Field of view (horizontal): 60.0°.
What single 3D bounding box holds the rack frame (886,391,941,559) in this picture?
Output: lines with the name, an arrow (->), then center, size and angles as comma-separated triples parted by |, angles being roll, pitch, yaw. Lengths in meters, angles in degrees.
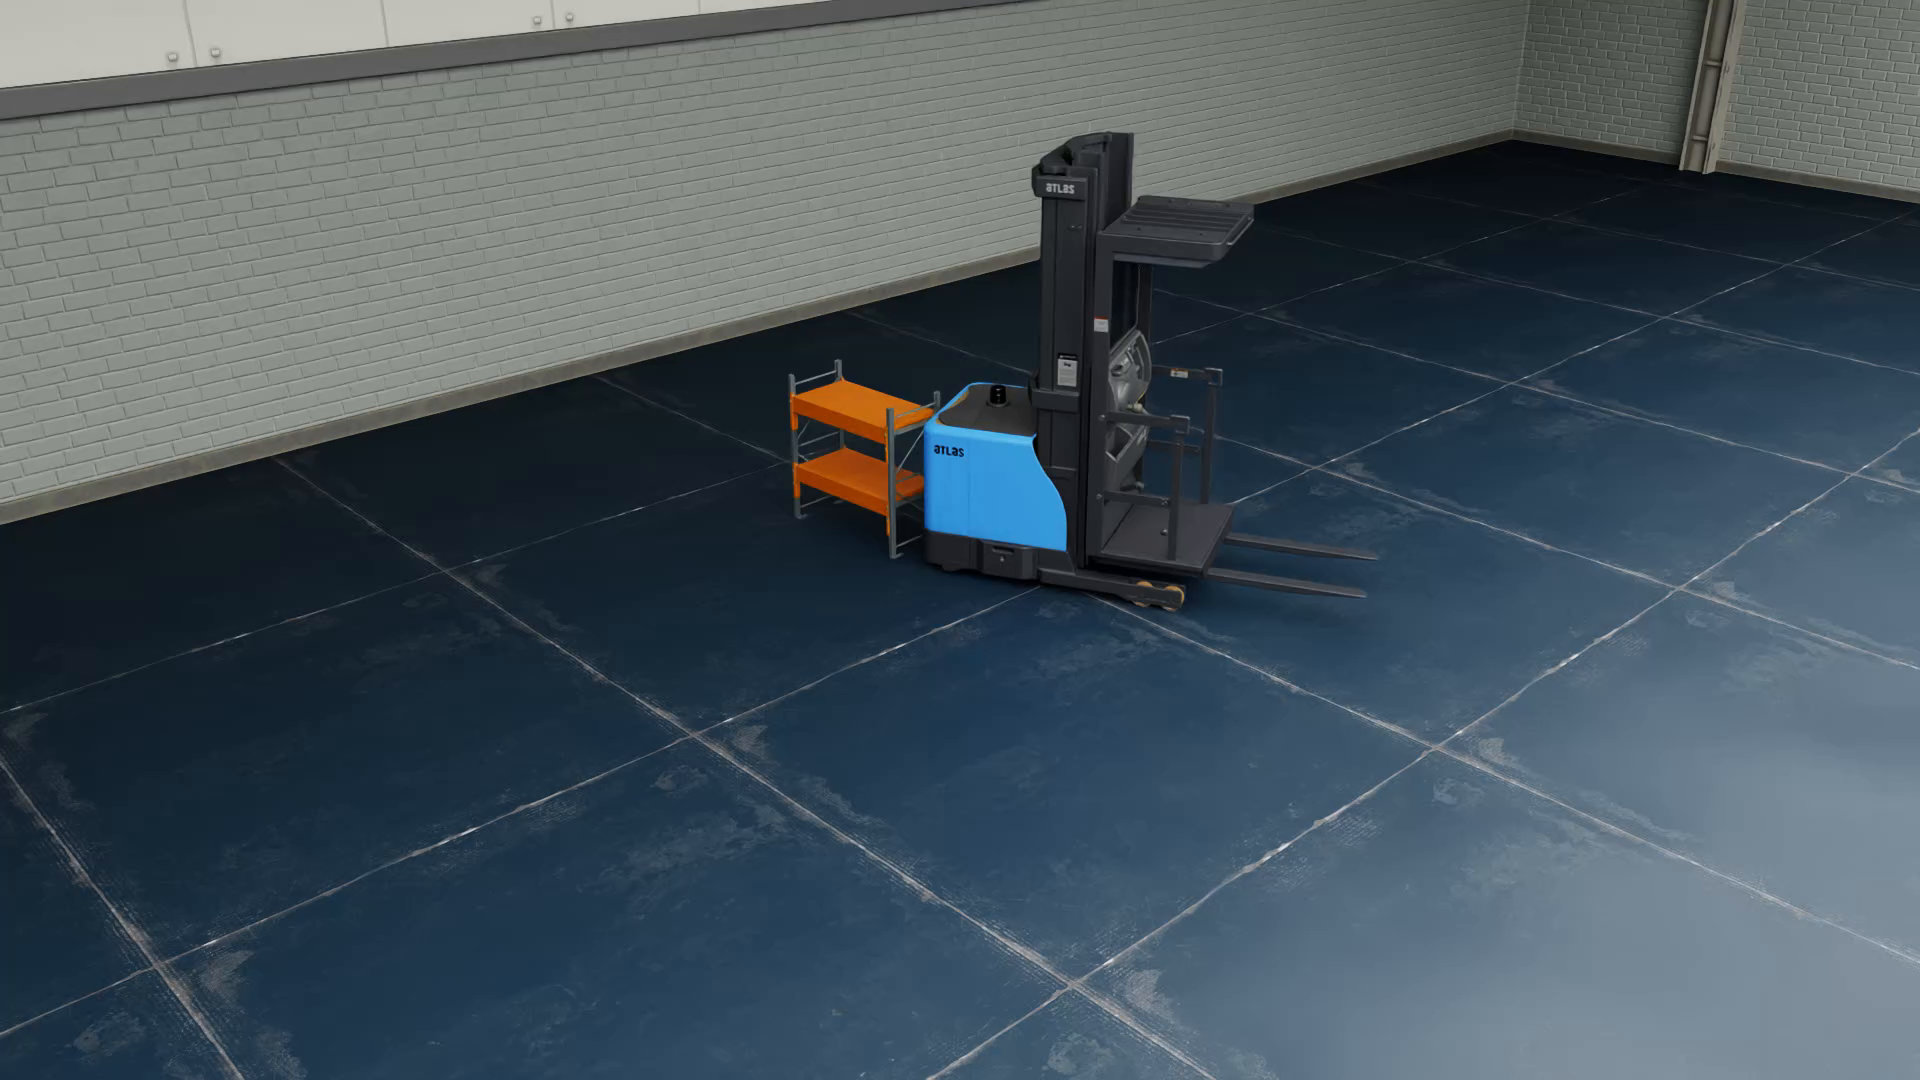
rack frame -> -0.318, -0.453, 11.685 | 0.032, 1.125, 0.500 | 21, 32, 39

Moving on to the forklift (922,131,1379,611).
forklift -> 1.309, -1.111, 10.950 | 3.031, 2.935, 1.130 | 9, 26, 18

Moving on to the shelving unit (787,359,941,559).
shelving unit -> -0.687, -0.599, 12.004 | 1.048, 1.125, 0.538 | 21, 32, 39

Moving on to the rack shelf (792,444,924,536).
rack shelf -> -0.687, -0.376, 12.105 | 1.000, 0.278, 0.538 | 21, 32, 39

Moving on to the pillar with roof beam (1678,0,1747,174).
pillar with roof beam -> 7.272, -8.098, 18.956 | 9.100, 9.000, 0.400 | -21, 32, -38

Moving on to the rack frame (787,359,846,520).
rack frame -> -1.056, -0.744, 12.322 | 0.032, 1.125, 0.500 | 21, 32, 39

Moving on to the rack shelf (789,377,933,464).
rack shelf -> -0.687, -0.865, 11.882 | 1.000, 0.278, 0.538 | 21, 32, 39
